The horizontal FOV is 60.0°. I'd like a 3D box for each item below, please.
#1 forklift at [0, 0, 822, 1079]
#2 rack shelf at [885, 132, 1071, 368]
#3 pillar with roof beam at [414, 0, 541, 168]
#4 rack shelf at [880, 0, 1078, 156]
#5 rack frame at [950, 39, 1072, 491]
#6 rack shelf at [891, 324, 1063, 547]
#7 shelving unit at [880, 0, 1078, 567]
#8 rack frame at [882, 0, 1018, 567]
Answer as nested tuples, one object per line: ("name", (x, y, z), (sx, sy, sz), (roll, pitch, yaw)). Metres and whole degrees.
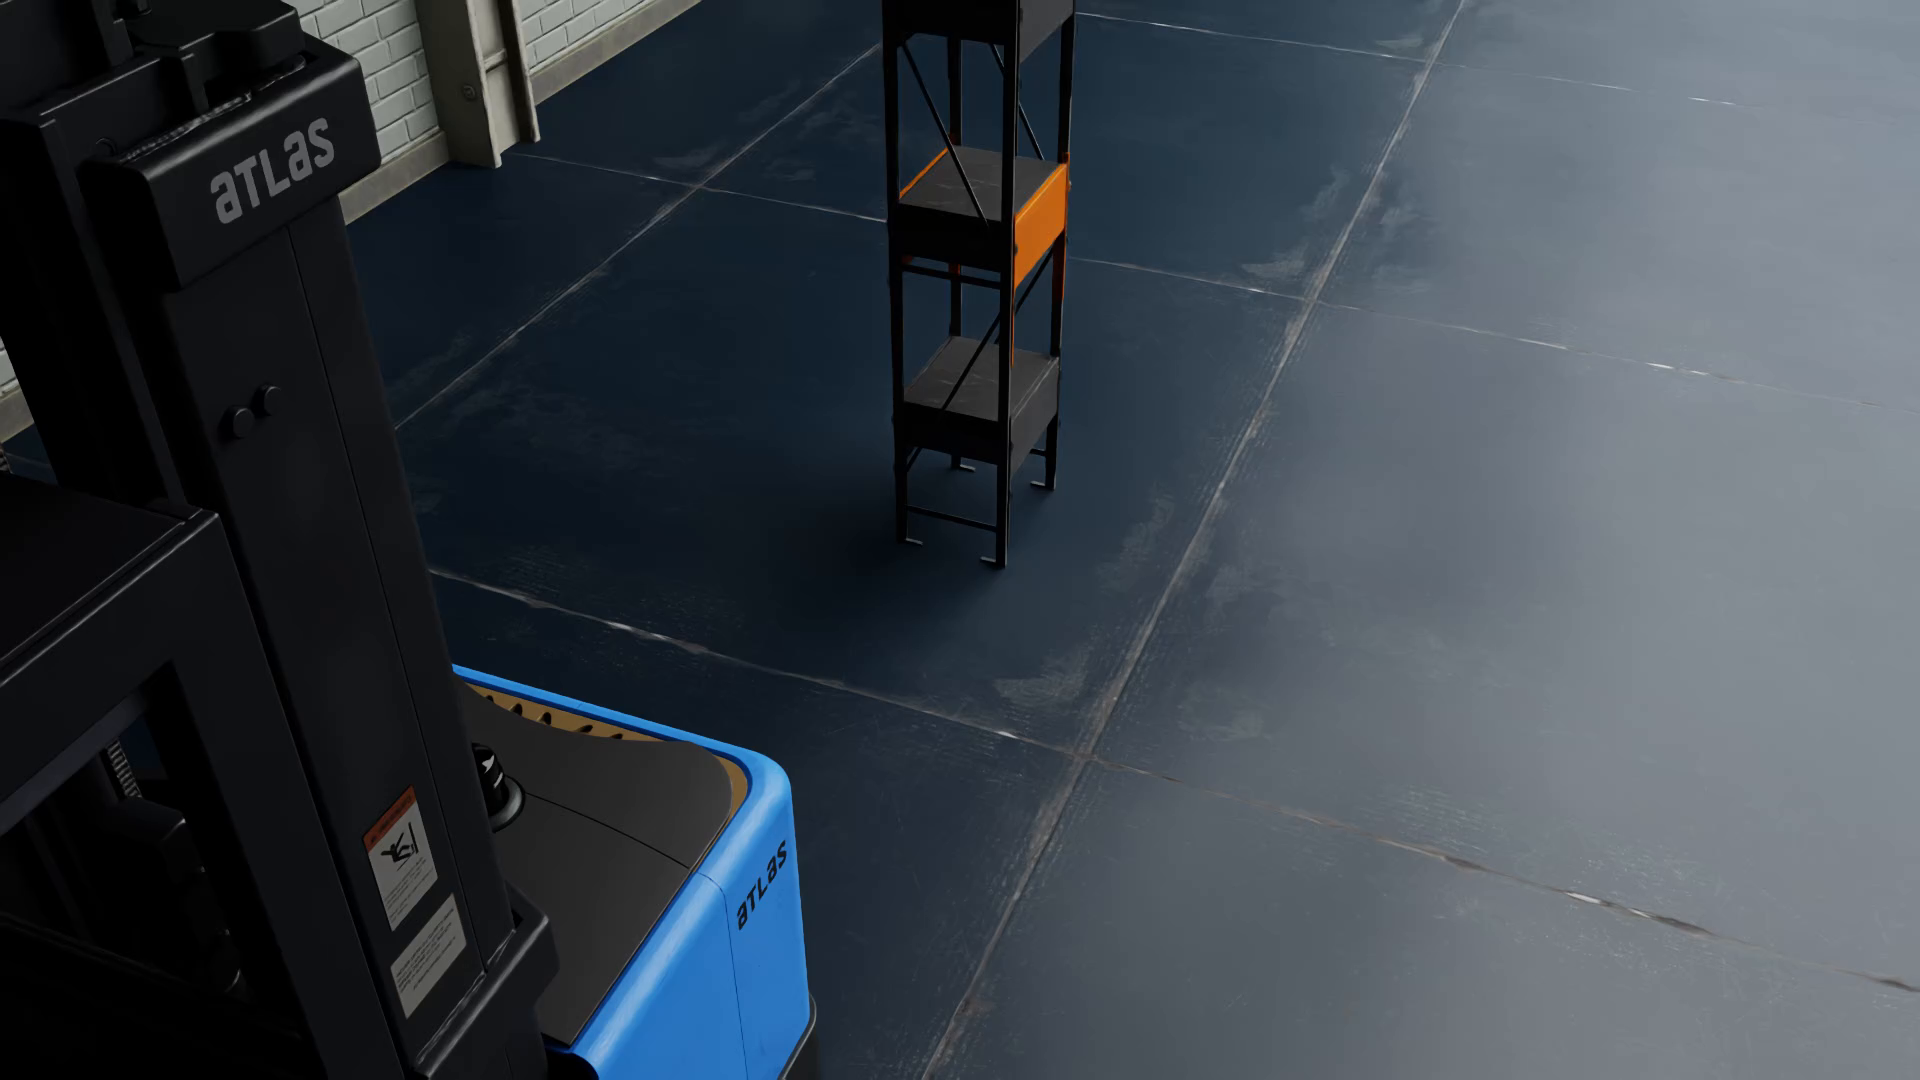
("forklift", (-1.342, 0.846, 2.170), (1.130, 2.935, 3.031), (13, 39, 17))
("rack shelf", (0.063, -0.922, 5.252), (0.431, 0.518, 0.480), (14, 39, 18))
("pillar with roof beam", (1.626, -4.600, 4.388), (9.100, 9.000, 0.400), (14, 39, 18))
("rack shelf", (0.063, -1.482, 4.833), (0.431, 0.518, 0.480), (14, 39, 18))
("rack frame", (0.156, -1.068, 5.425), (0.400, 2.100, 0.015), (14, 39, 18))
("rack shelf", (0.063, -0.361, 5.671), (0.431, 0.518, 0.480), (14, 39, 18))
("shelving unit", (0.063, -0.933, 5.244), (0.431, 2.100, 0.503), (14, 39, 18))
("rack frame", (-0.030, -0.798, 5.063), (0.400, 2.100, 0.015), (14, 39, 18))
